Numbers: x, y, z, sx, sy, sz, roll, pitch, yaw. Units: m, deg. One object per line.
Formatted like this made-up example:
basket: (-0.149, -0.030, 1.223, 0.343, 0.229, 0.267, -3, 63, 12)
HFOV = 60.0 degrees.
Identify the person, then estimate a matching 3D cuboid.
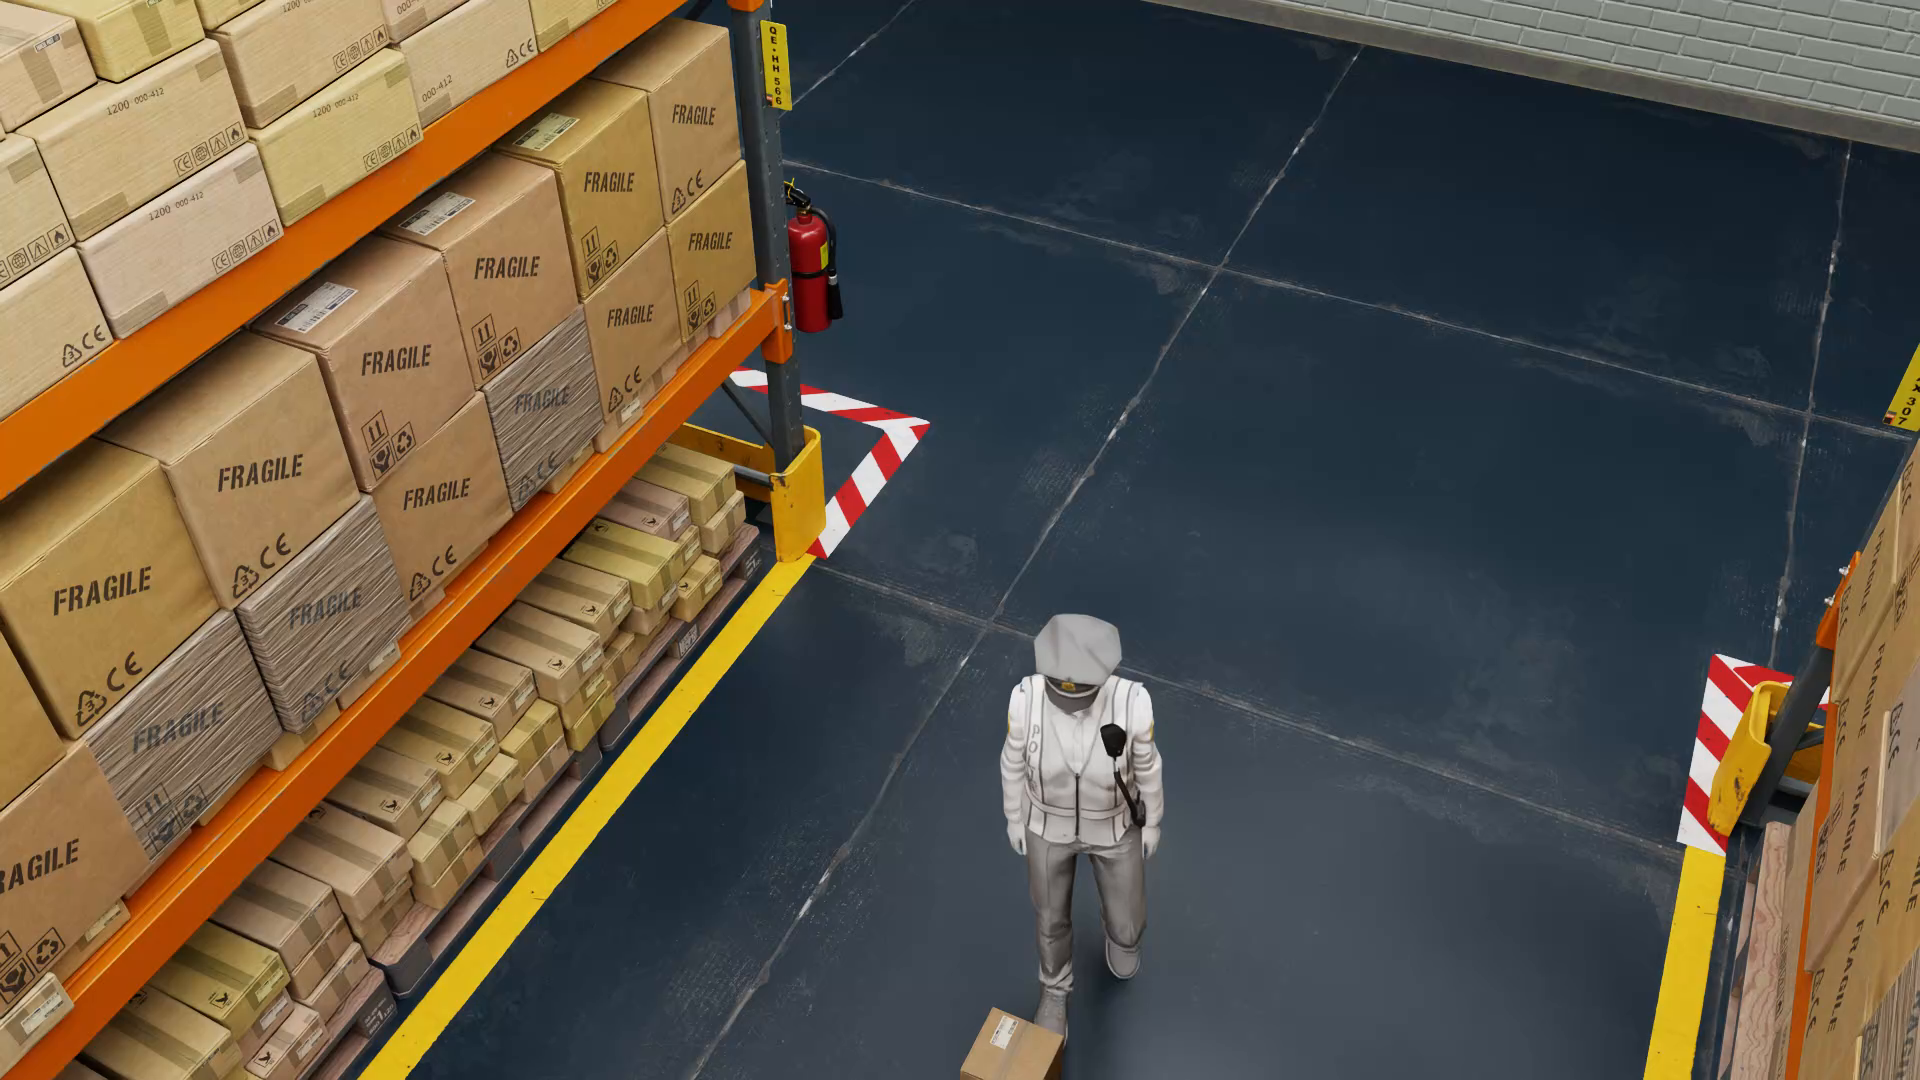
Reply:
person: (0.362, 0.913, 5.121, 0.511, 1.658, 0.537, 5, 43, 6)
